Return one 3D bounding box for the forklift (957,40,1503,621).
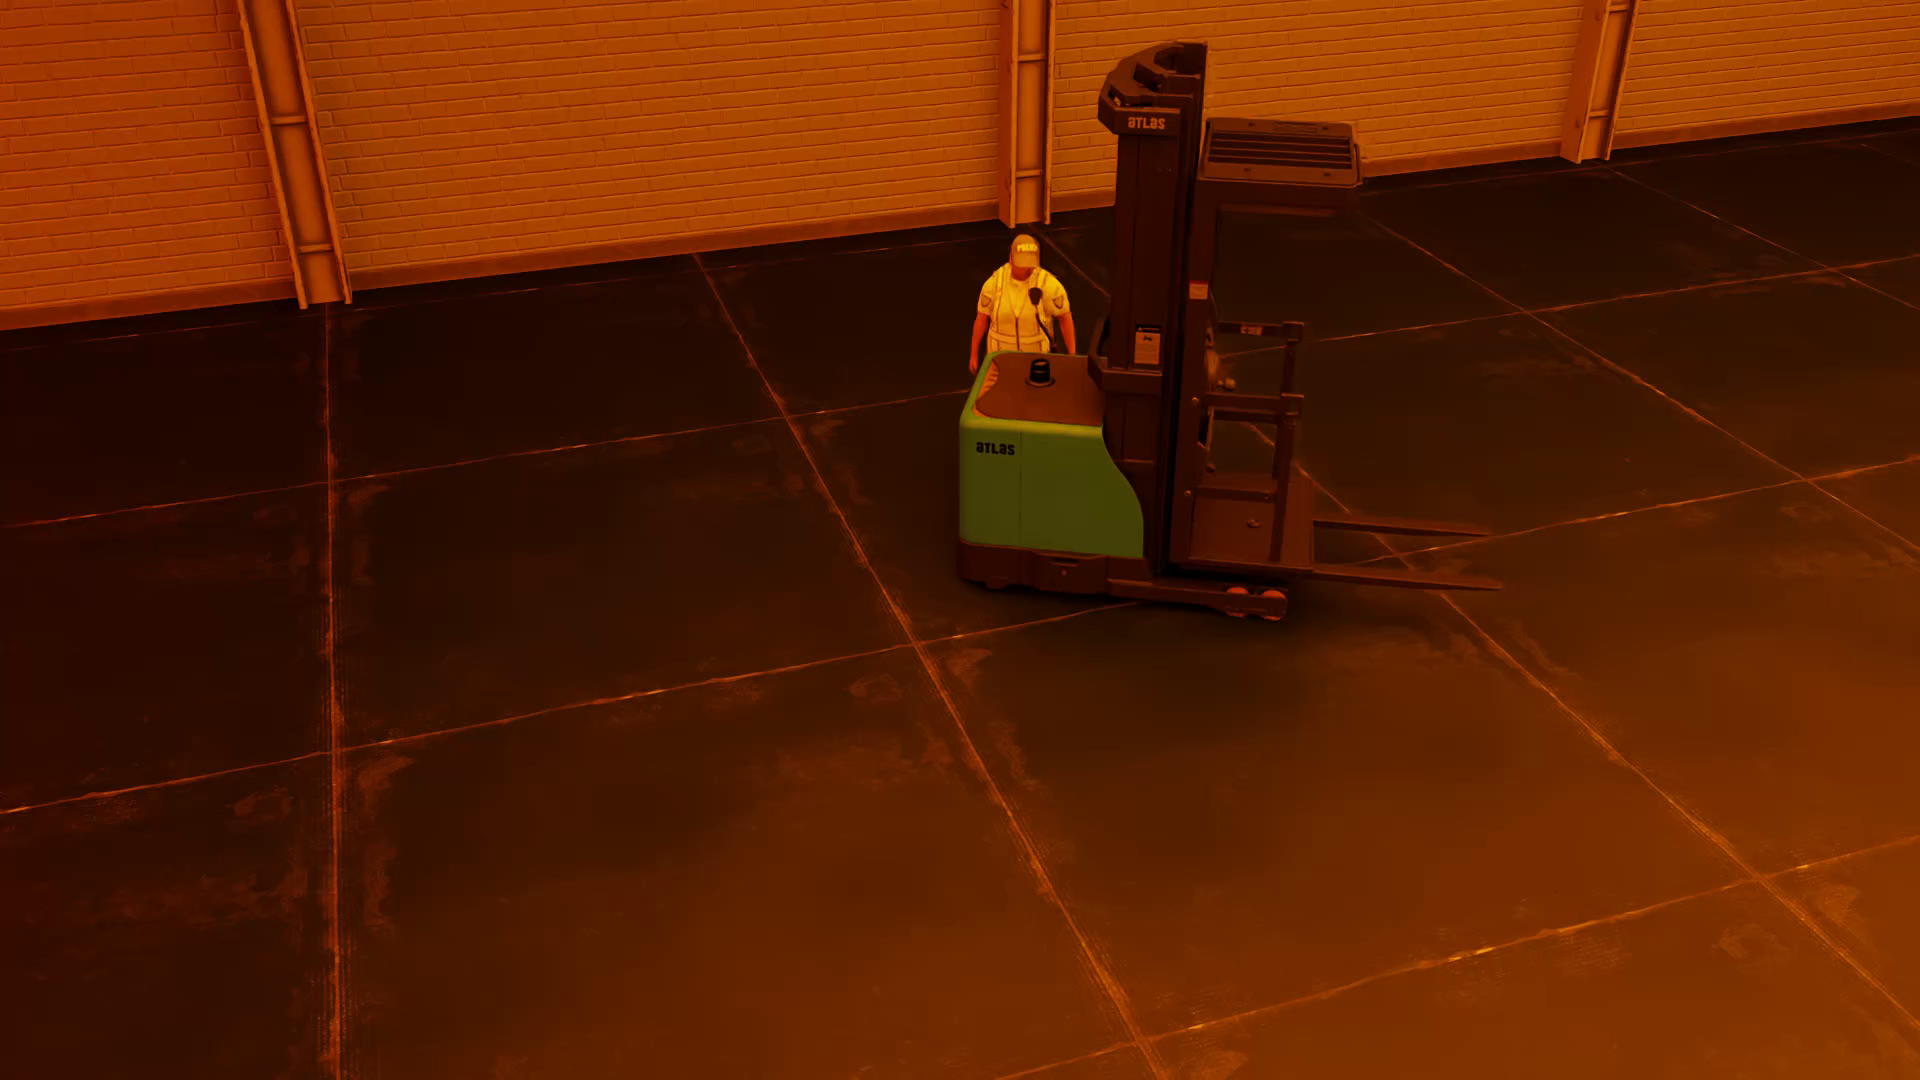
[{"bbox_3d":[1.548,-1.110,9.016,3.031,2.935,1.130,5,30,9],"label":"forklift"}]

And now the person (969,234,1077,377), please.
[{"bbox_3d":[0.420,-1.121,10.330,0.740,1.645,0.435,4,30,7],"label":"person"}]
